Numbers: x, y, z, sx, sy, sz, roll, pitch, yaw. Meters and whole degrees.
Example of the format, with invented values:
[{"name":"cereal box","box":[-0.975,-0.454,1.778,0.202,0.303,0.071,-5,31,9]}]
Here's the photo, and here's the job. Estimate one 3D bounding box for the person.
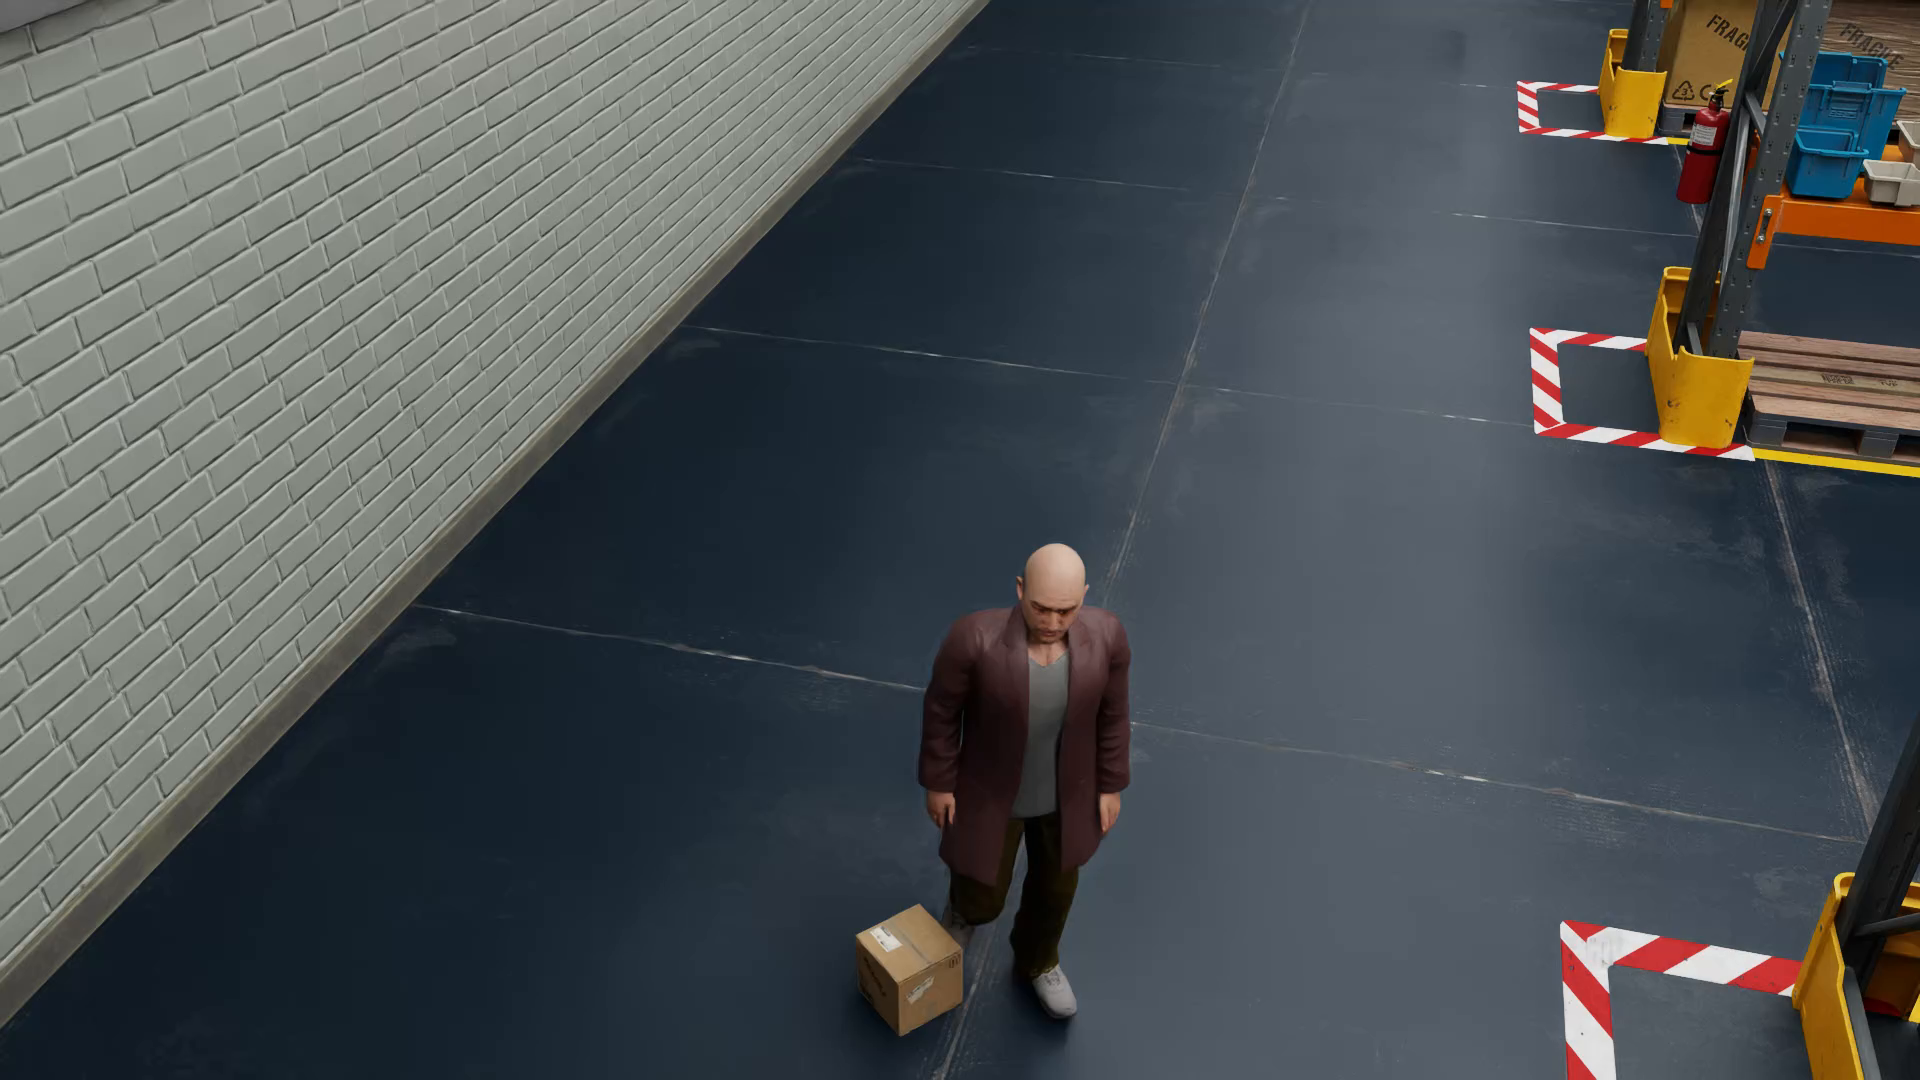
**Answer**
[{"name":"person","box":[0.174,0.684,5.028,0.633,1.762,0.609,-6,33,-10]}]
